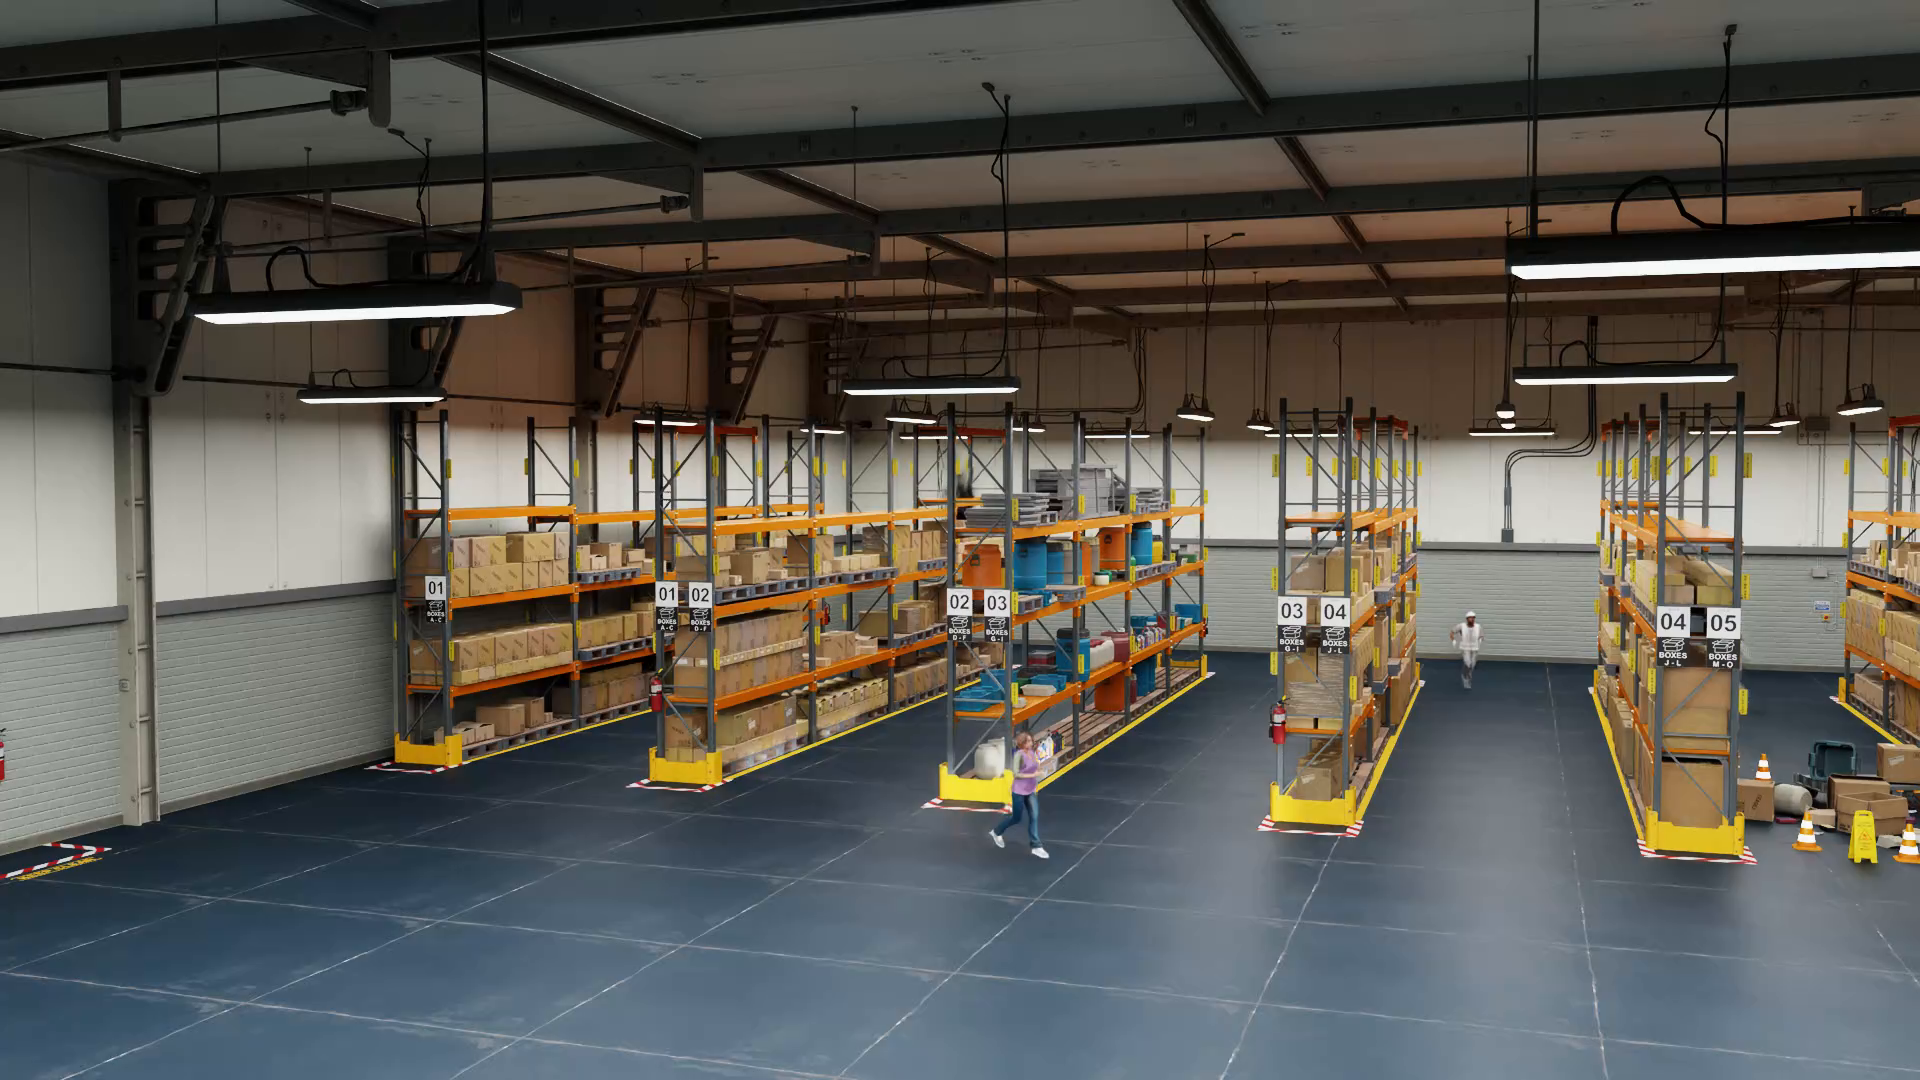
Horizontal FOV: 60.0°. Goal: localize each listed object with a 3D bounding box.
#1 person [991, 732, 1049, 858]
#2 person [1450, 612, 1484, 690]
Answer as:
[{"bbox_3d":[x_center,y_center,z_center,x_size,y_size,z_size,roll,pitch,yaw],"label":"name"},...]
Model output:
[{"bbox_3d":[0.788,3.273,21.447,0.881,1.560,0.537,2,3,38],"label":"person"},{"bbox_3d":[11.509,2.498,37.626,0.696,1.755,0.777,0,2,-2],"label":"person"}]
